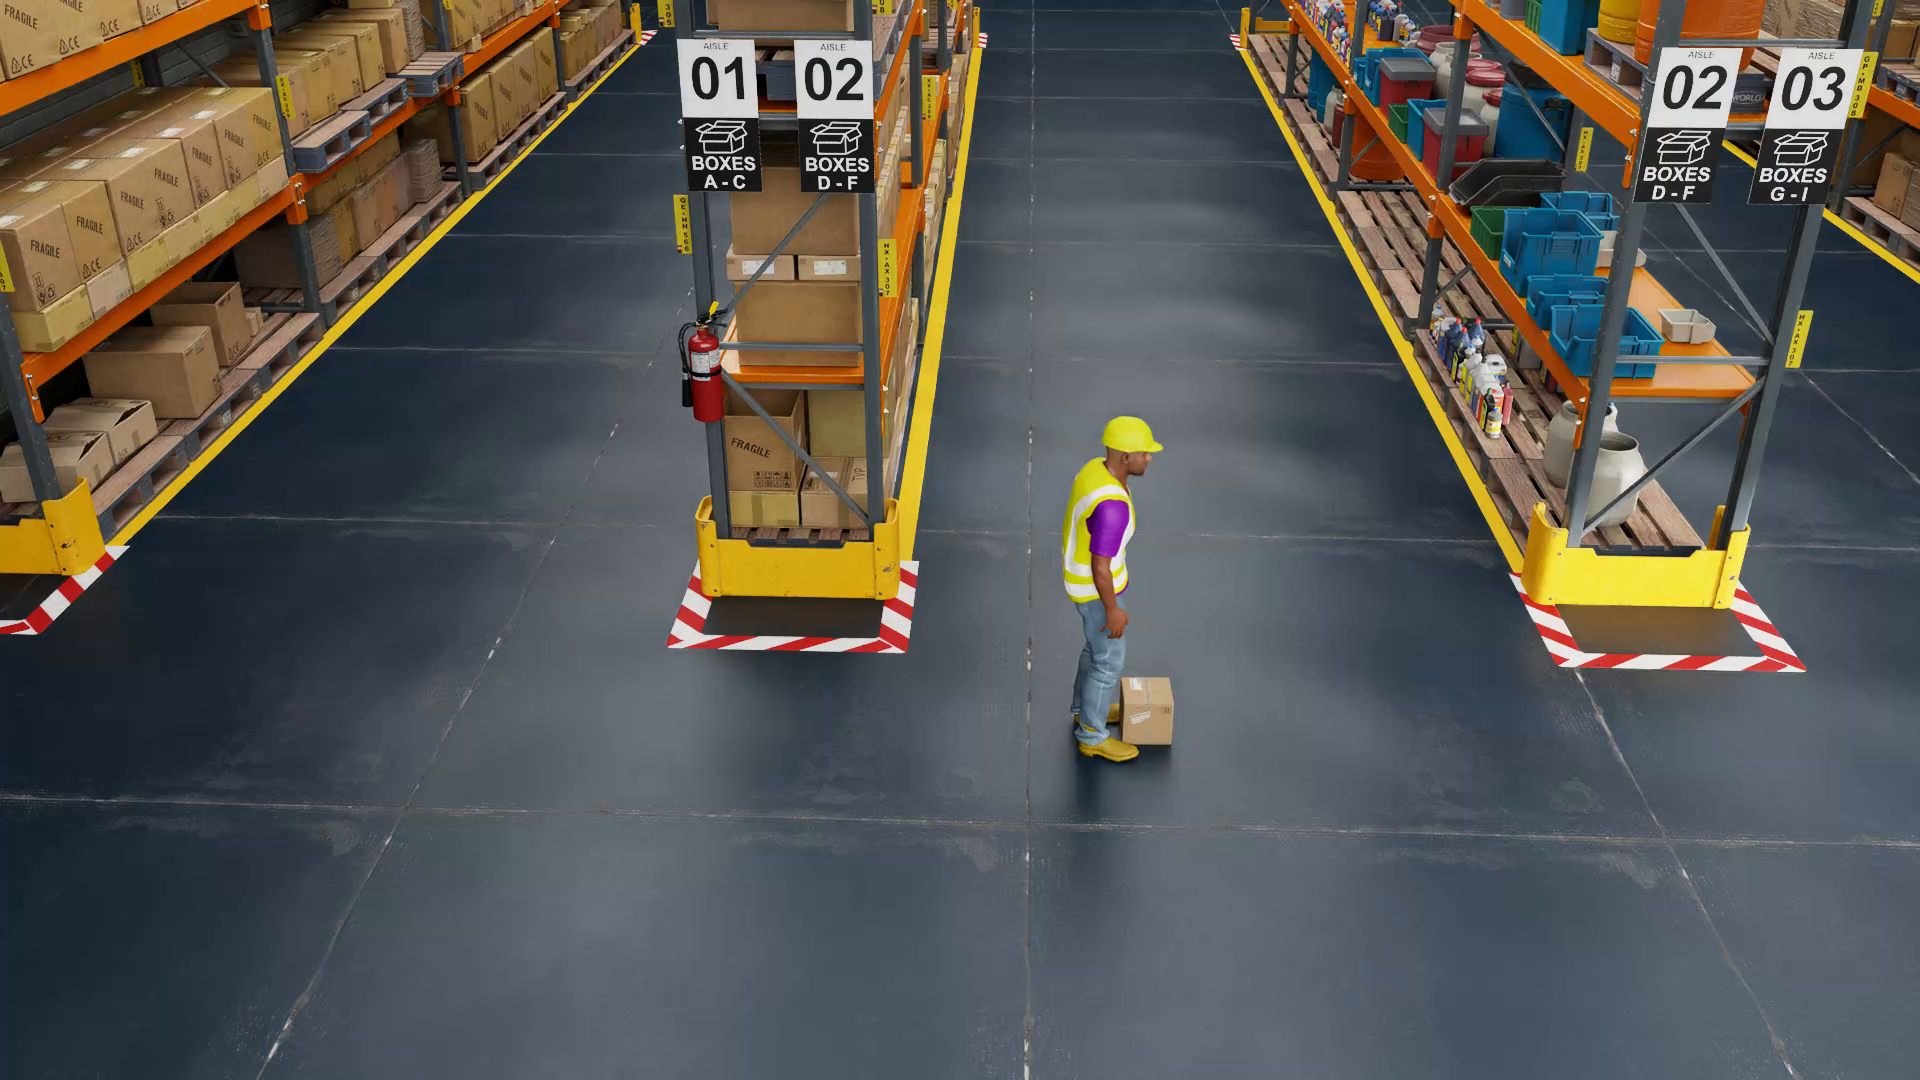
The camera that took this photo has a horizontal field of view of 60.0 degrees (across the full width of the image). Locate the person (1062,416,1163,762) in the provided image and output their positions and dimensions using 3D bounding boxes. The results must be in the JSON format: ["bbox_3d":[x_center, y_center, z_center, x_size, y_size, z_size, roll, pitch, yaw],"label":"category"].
[{"bbox_3d":[0.730,0.215,8.196,0.458,1.757,0.626,1,28,2],"label":"person"}]
